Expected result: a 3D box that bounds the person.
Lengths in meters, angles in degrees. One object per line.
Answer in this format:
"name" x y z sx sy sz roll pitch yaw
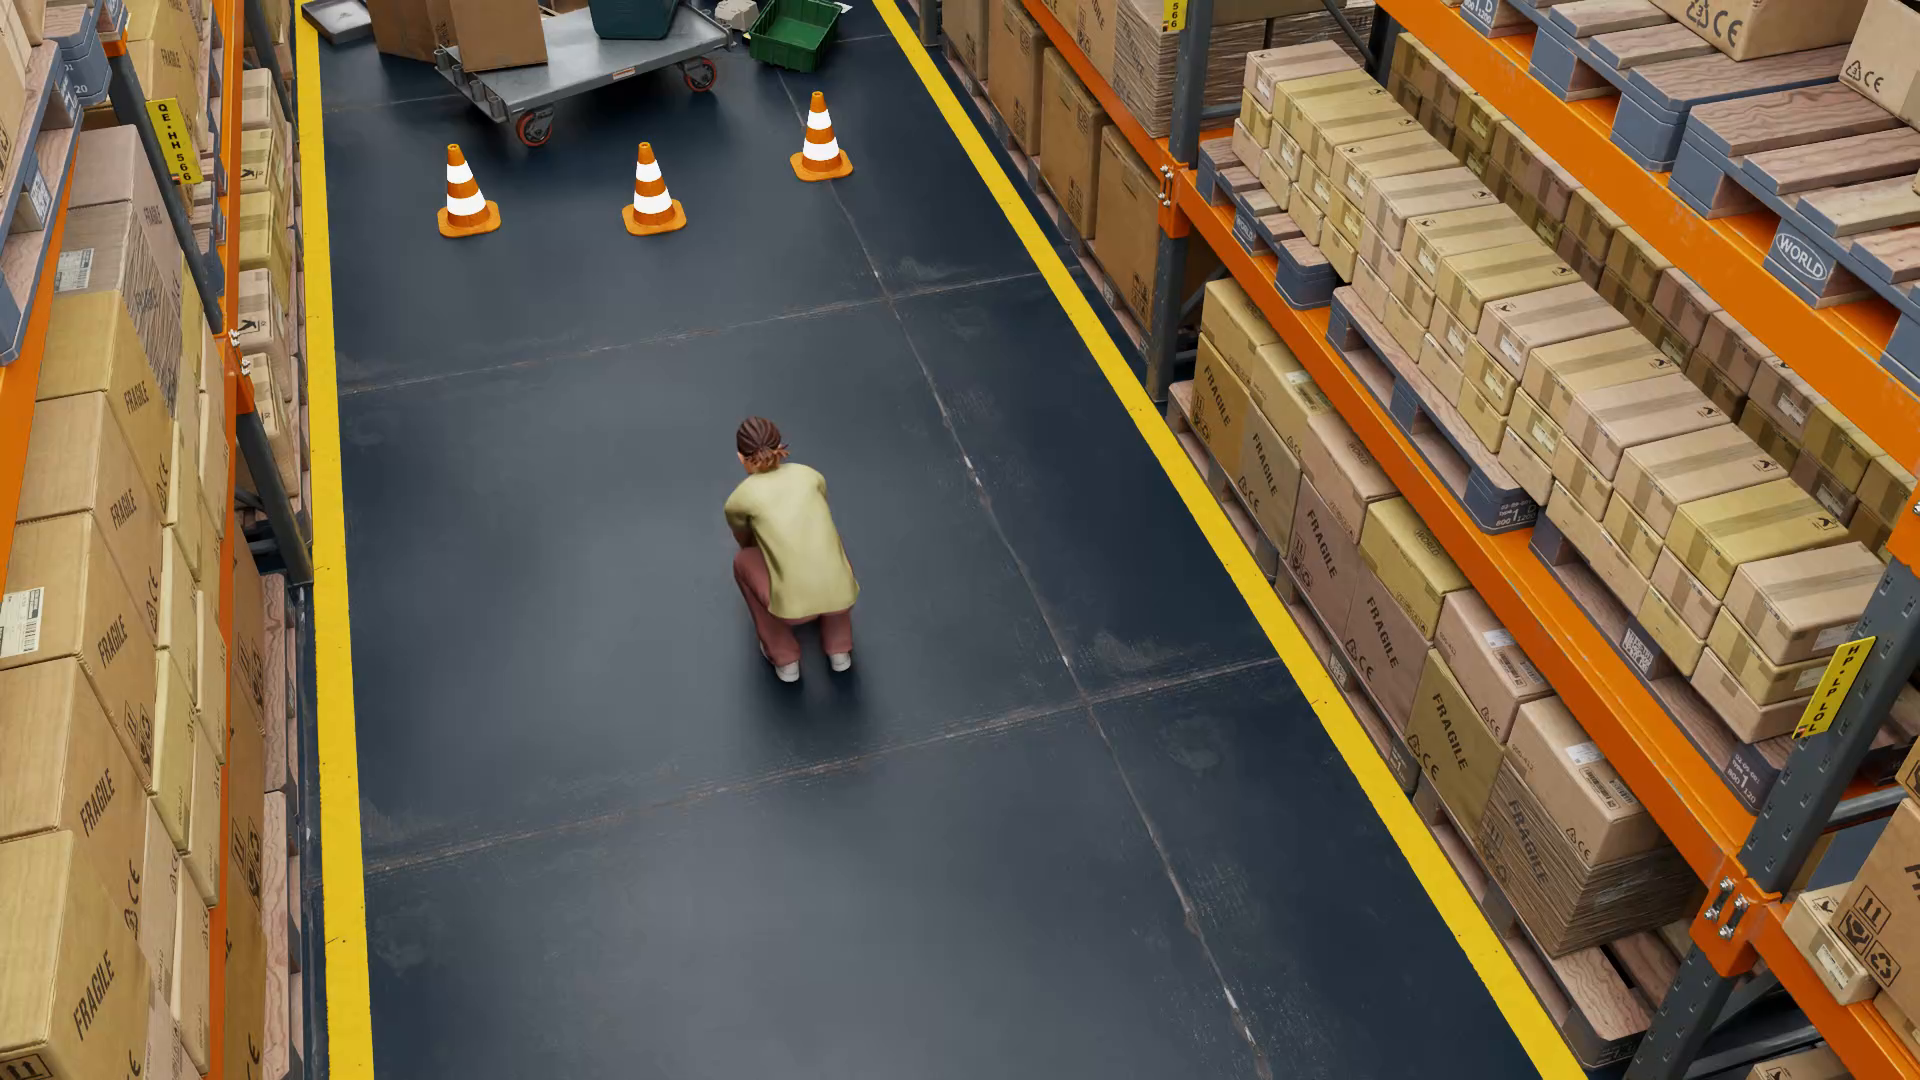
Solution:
"person" -0.682 0.036 6.679 0.461 0.932 0.830 -13 44 -14
